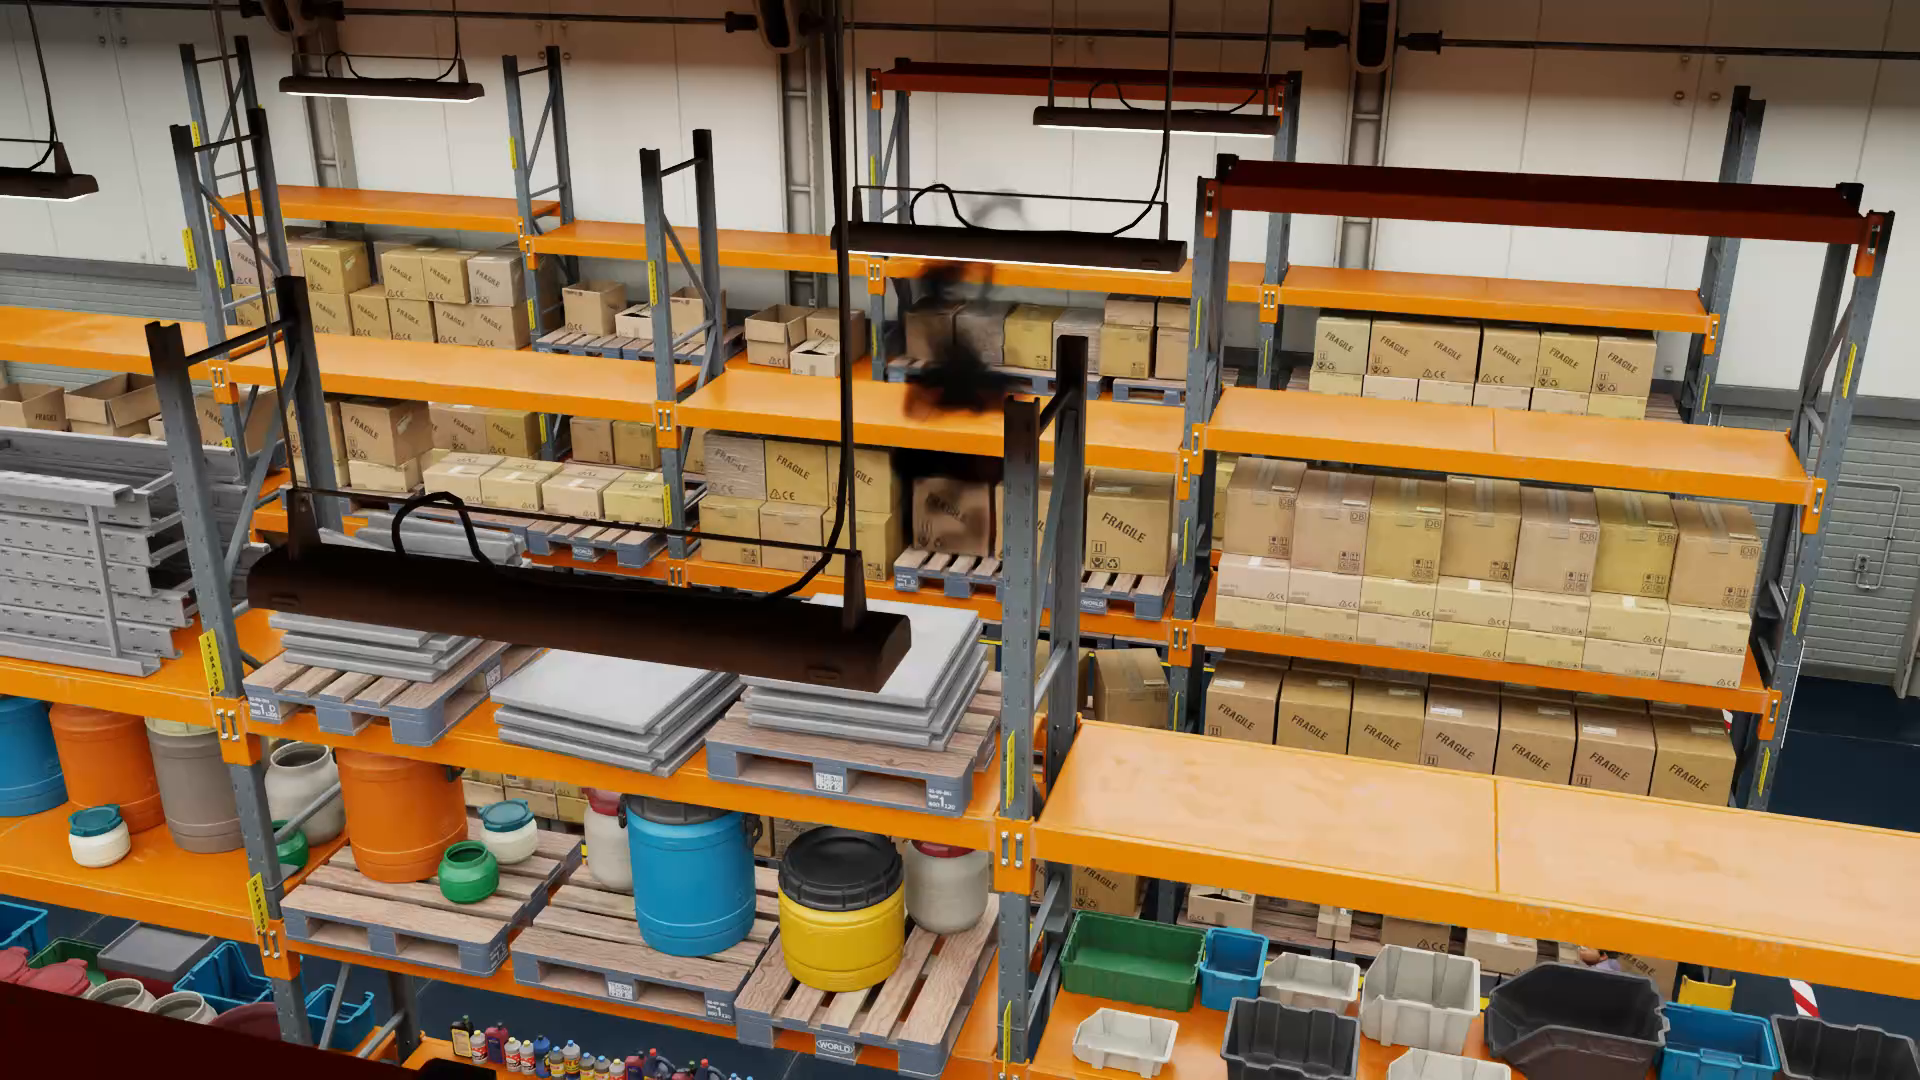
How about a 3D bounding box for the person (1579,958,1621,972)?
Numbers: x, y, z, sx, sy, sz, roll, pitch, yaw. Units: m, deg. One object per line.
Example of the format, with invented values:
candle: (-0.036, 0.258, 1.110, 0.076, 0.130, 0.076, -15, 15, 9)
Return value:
person: (4.113, 3.349, 10.844, 0.839, 1.475, 0.582, 1, 23, 2)
